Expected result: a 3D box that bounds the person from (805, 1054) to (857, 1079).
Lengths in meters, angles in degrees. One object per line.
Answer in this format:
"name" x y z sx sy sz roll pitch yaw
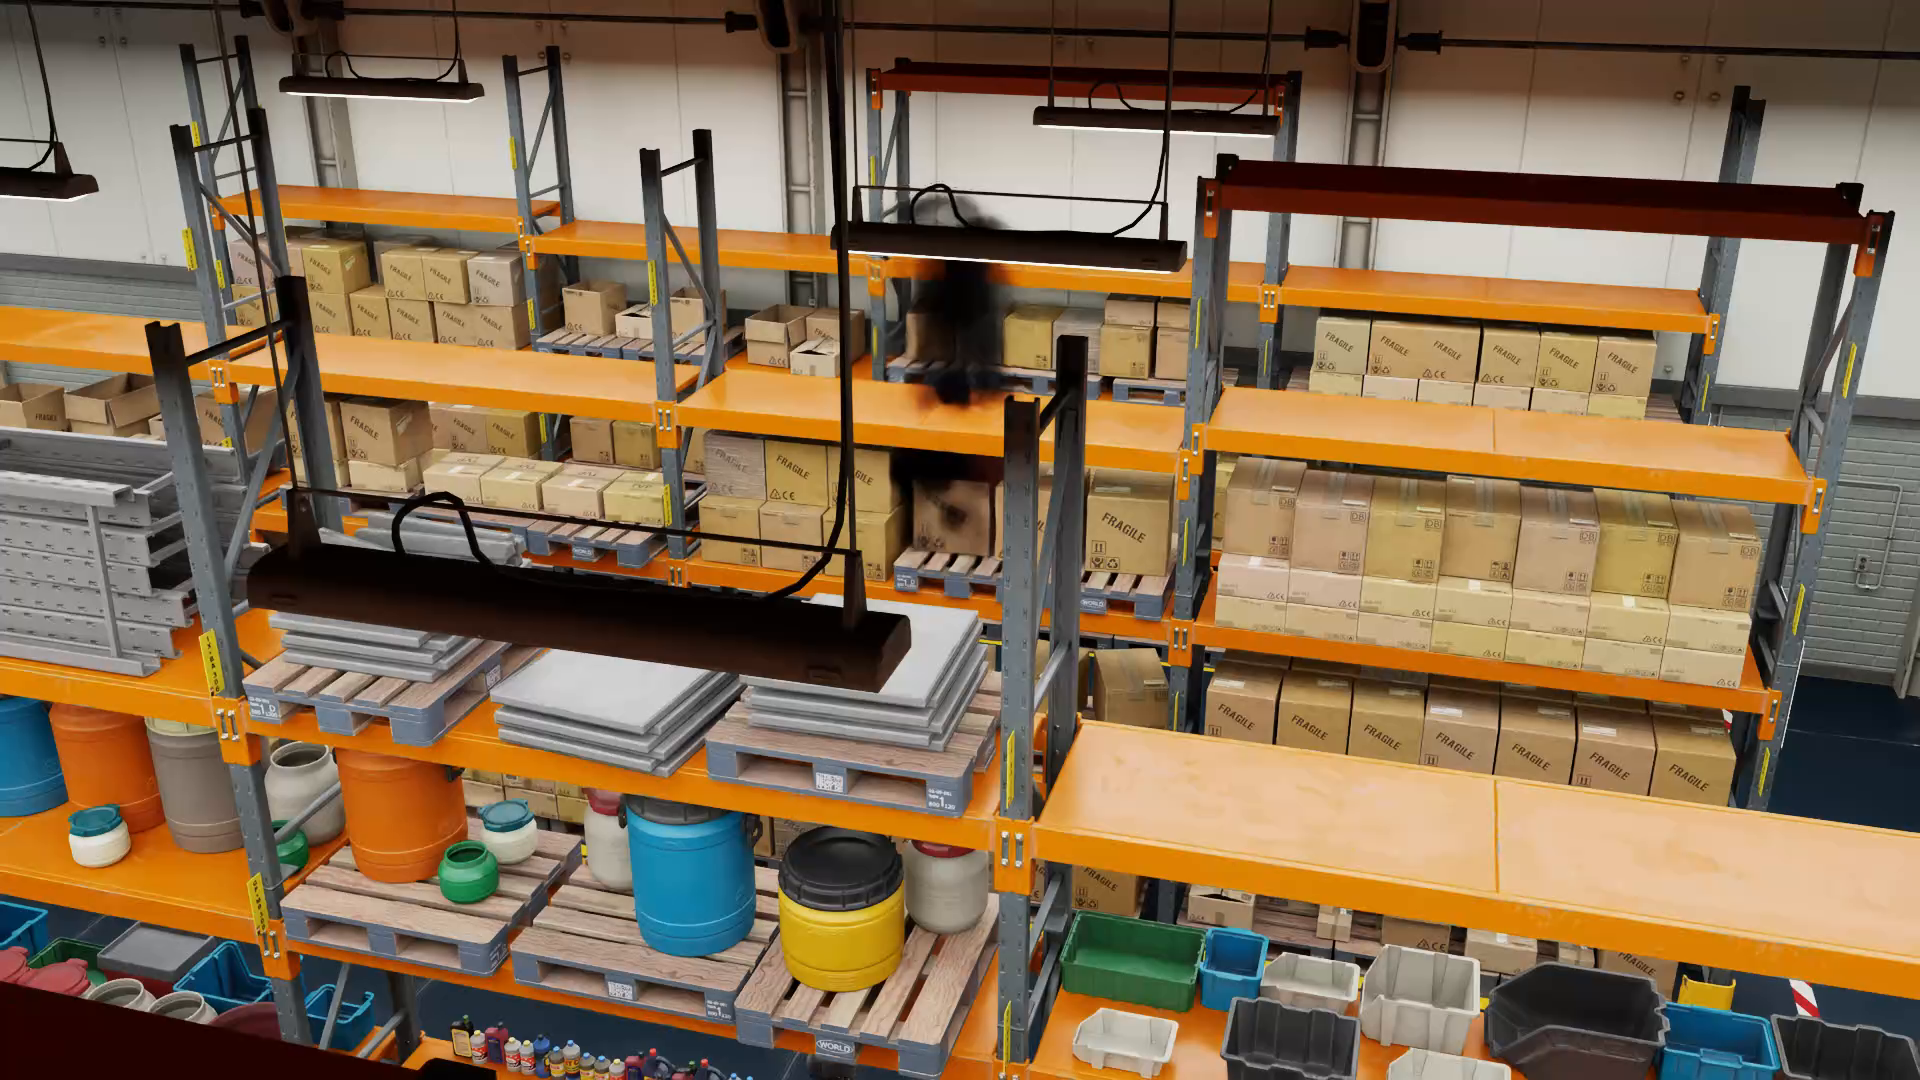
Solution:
"person" -0.818 3.234 10.825 0.660 1.647 0.554 6 23 13
